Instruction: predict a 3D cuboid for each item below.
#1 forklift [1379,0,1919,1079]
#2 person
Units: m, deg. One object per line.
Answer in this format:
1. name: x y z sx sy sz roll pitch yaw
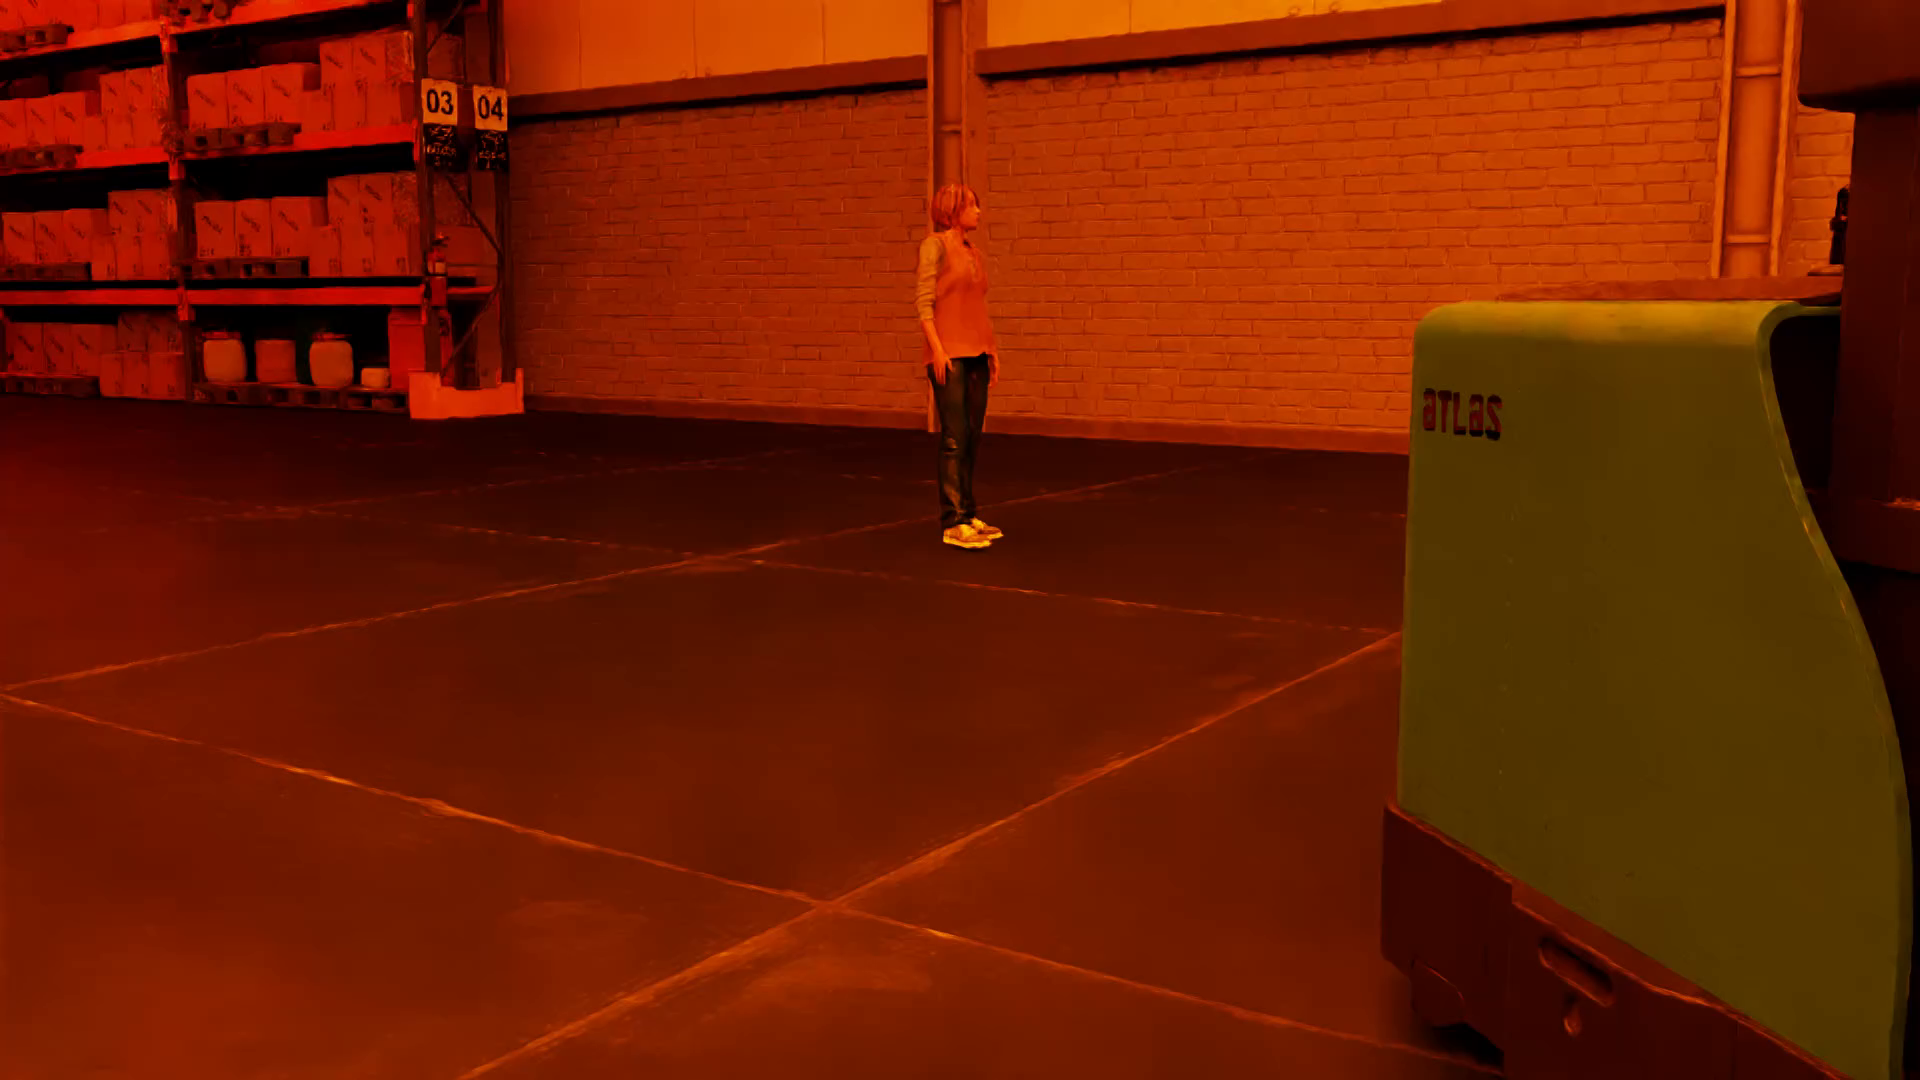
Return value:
1. forklift: 1.495 -0.559 1.121 1.130 2.935 3.031 -2 8 -13
2. person: 0.052 -0.790 7.435 0.474 1.597 0.513 5 10 34
